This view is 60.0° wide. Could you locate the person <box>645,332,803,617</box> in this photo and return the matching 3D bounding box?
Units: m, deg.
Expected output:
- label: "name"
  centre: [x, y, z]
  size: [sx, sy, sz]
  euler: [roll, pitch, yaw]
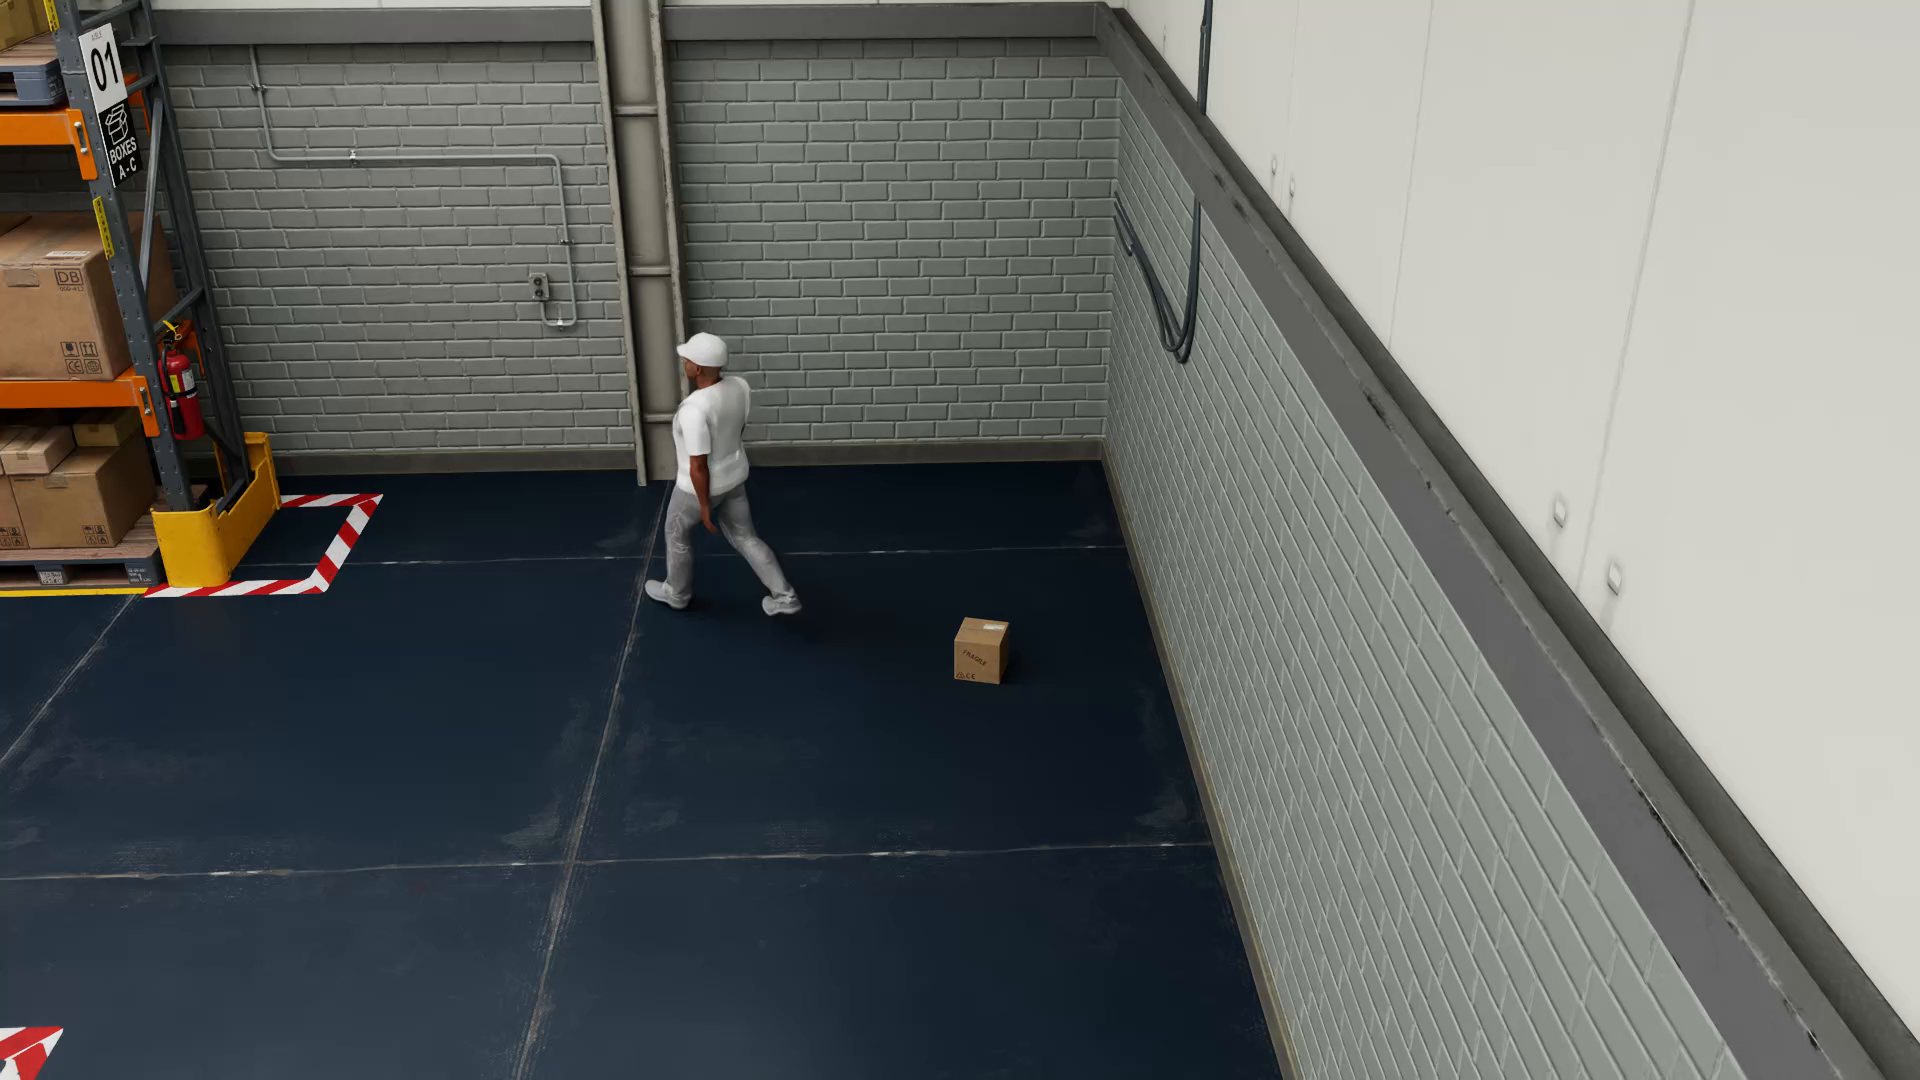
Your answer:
- label: "person"
  centre: [-1.367, -0.343, 9.259]
  size: [1.041, 1.724, 0.564]
  euler: [18, 32, 31]
